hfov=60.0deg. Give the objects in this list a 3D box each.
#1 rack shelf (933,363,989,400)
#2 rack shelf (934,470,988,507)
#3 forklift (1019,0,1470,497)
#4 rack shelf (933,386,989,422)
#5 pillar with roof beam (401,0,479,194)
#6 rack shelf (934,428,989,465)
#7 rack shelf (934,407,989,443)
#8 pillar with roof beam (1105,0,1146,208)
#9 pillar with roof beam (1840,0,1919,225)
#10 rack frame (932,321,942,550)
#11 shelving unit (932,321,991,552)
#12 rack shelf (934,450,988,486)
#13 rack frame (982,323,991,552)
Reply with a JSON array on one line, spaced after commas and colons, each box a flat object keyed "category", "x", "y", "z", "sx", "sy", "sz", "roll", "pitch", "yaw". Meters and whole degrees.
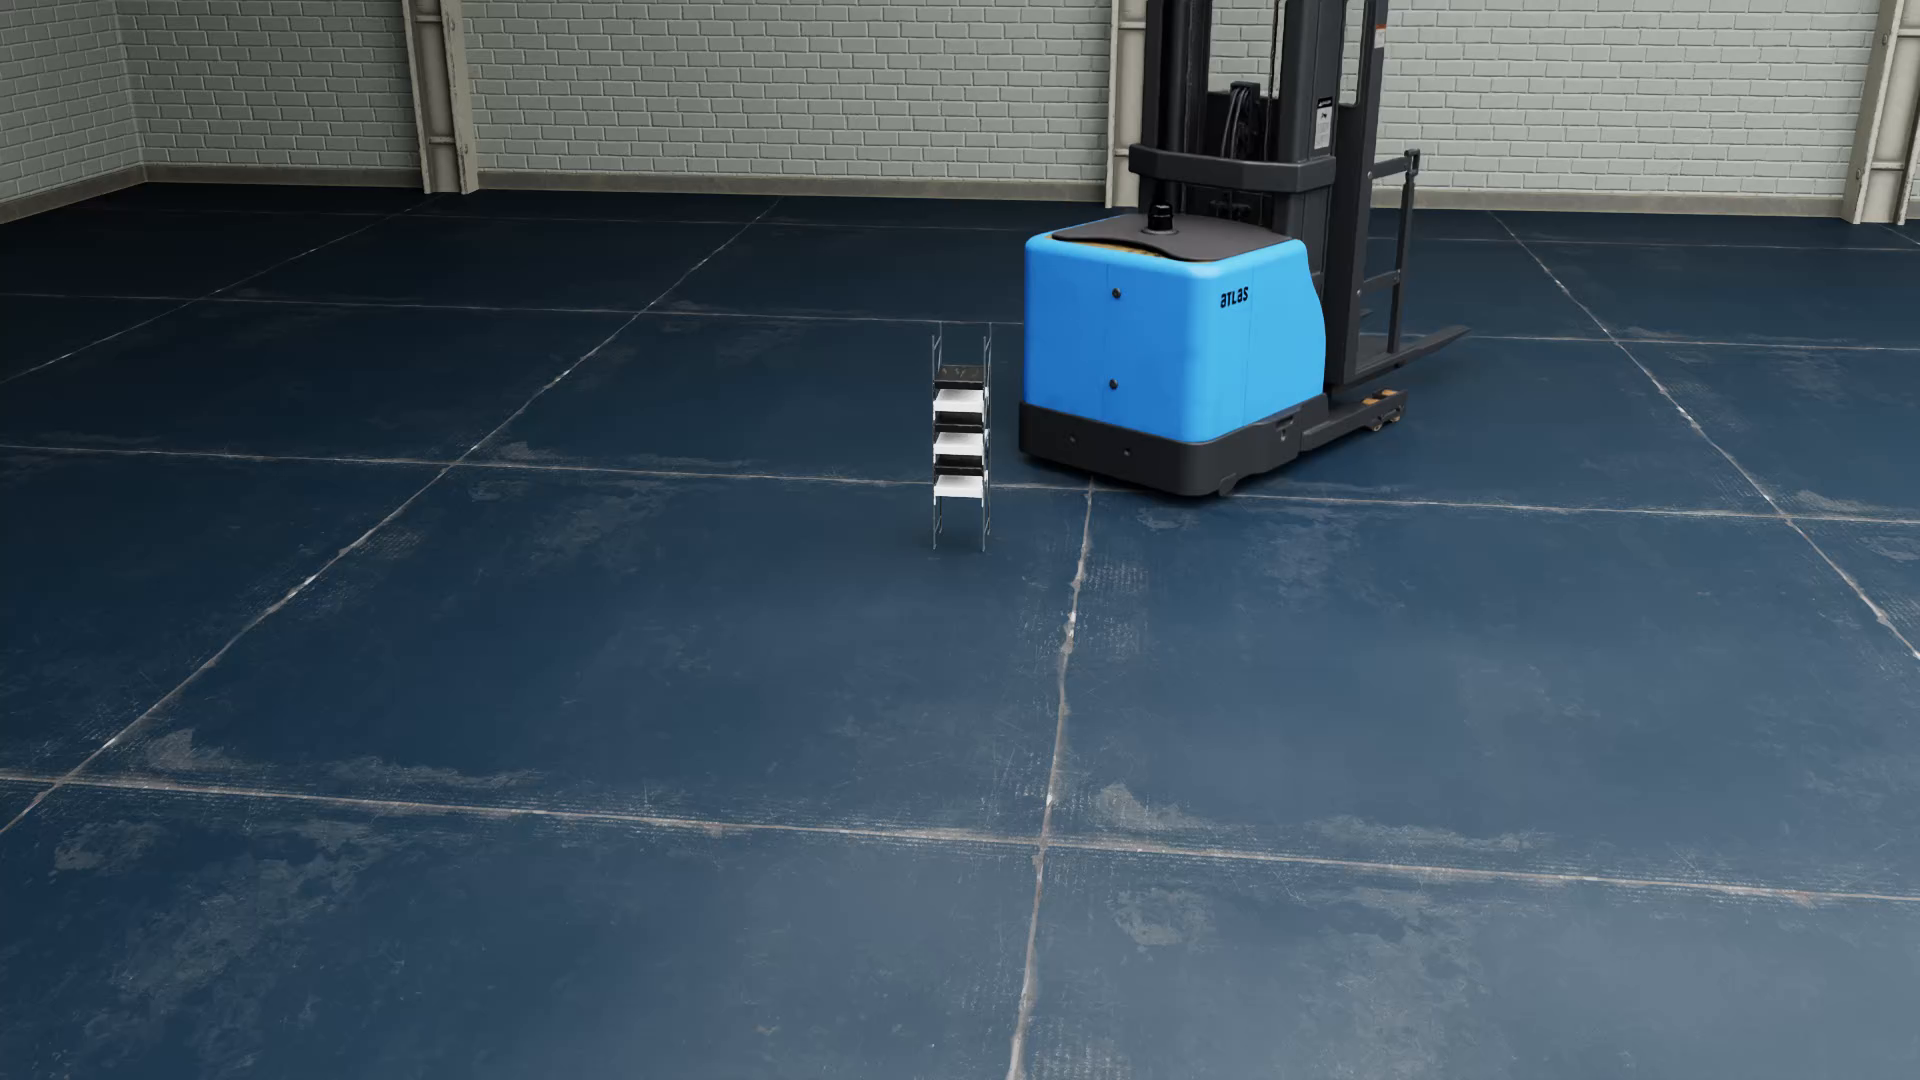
[{"category": "rack shelf", "x": 0.008, "y": -0.638, "z": 6.686, "sx": 0.200, "sy": 0.077, "sz": 0.258, "roll": 2, "pitch": 22, "yaw": 6}, {"category": "rack shelf", "x": 0.008, "y": -0.220, "z": 6.852, "sx": 0.200, "sy": 0.077, "sz": 0.258, "roll": 2, "pitch": 22, "yaw": 6}, {"category": "forklift", "x": 1.625, "y": -2.015, "z": 8.051, "sx": 1.130, "sy": 2.935, "sz": 3.031, "roll": 18, "pitch": 28, "yaw": 38}, {"category": "rack shelf", "x": 0.008, "y": -0.555, "z": 6.720, "sx": 0.200, "sy": 0.077, "sz": 0.258, "roll": 2, "pitch": 22, "yaw": 6}, {"category": "pillar with roof beam", "x": -5.028, "y": -5.723, "z": 9.177, "sx": 0.400, "sy": 9.000, "sz": 9.100, "roll": 2, "pitch": 22, "yaw": 6}, {"category": "rack shelf", "x": 0.008, "y": -0.387, "z": 6.786, "sx": 0.200, "sy": 0.077, "sz": 0.258, "roll": 2, "pitch": 22, "yaw": 6}, {"category": "rack shelf", "x": 0.008, "y": -0.471, "z": 6.753, "sx": 0.200, "sy": 0.077, "sz": 0.258, "roll": 2, "pitch": 22, "yaw": 6}, {"category": "pillar with roof beam", "x": 0.930, "y": -5.464, "z": 8.520, "sx": 0.400, "sy": 9.000, "sz": 9.100, "roll": 2, "pitch": 22, "yaw": 6}, {"category": "pillar with roof beam", "x": 6.888, "y": -5.204, "z": 7.864, "sx": 0.400, "sy": 9.000, "sz": 9.100, "roll": 2, "pitch": 22, "yaw": 6}, {"category": "rack frame", "x": -0.093, "y": -0.423, "z": 6.785, "sx": 0.006, "sy": 0.900, "sz": 0.240, "roll": 2, "pitch": 22, "yaw": 6}, {"category": "shelving unit", "x": 0.008, "y": -0.418, "z": 6.773, "sx": 0.210, "sy": 0.900, "sz": 0.258, "roll": 2, "pitch": 22, "yaw": 6}, {"category": "rack shelf", "x": 0.008, "y": -0.303, "z": 6.819, "sx": 0.200, "sy": 0.077, "sz": 0.258, "roll": 2, "pitch": 22, "yaw": 6}, {"category": "rack frame", "x": 0.109, "y": -0.414, "z": 6.762, "sx": 0.006, "sy": 0.900, "sz": 0.240, "roll": 2, "pitch": 22, "yaw": 6}]
